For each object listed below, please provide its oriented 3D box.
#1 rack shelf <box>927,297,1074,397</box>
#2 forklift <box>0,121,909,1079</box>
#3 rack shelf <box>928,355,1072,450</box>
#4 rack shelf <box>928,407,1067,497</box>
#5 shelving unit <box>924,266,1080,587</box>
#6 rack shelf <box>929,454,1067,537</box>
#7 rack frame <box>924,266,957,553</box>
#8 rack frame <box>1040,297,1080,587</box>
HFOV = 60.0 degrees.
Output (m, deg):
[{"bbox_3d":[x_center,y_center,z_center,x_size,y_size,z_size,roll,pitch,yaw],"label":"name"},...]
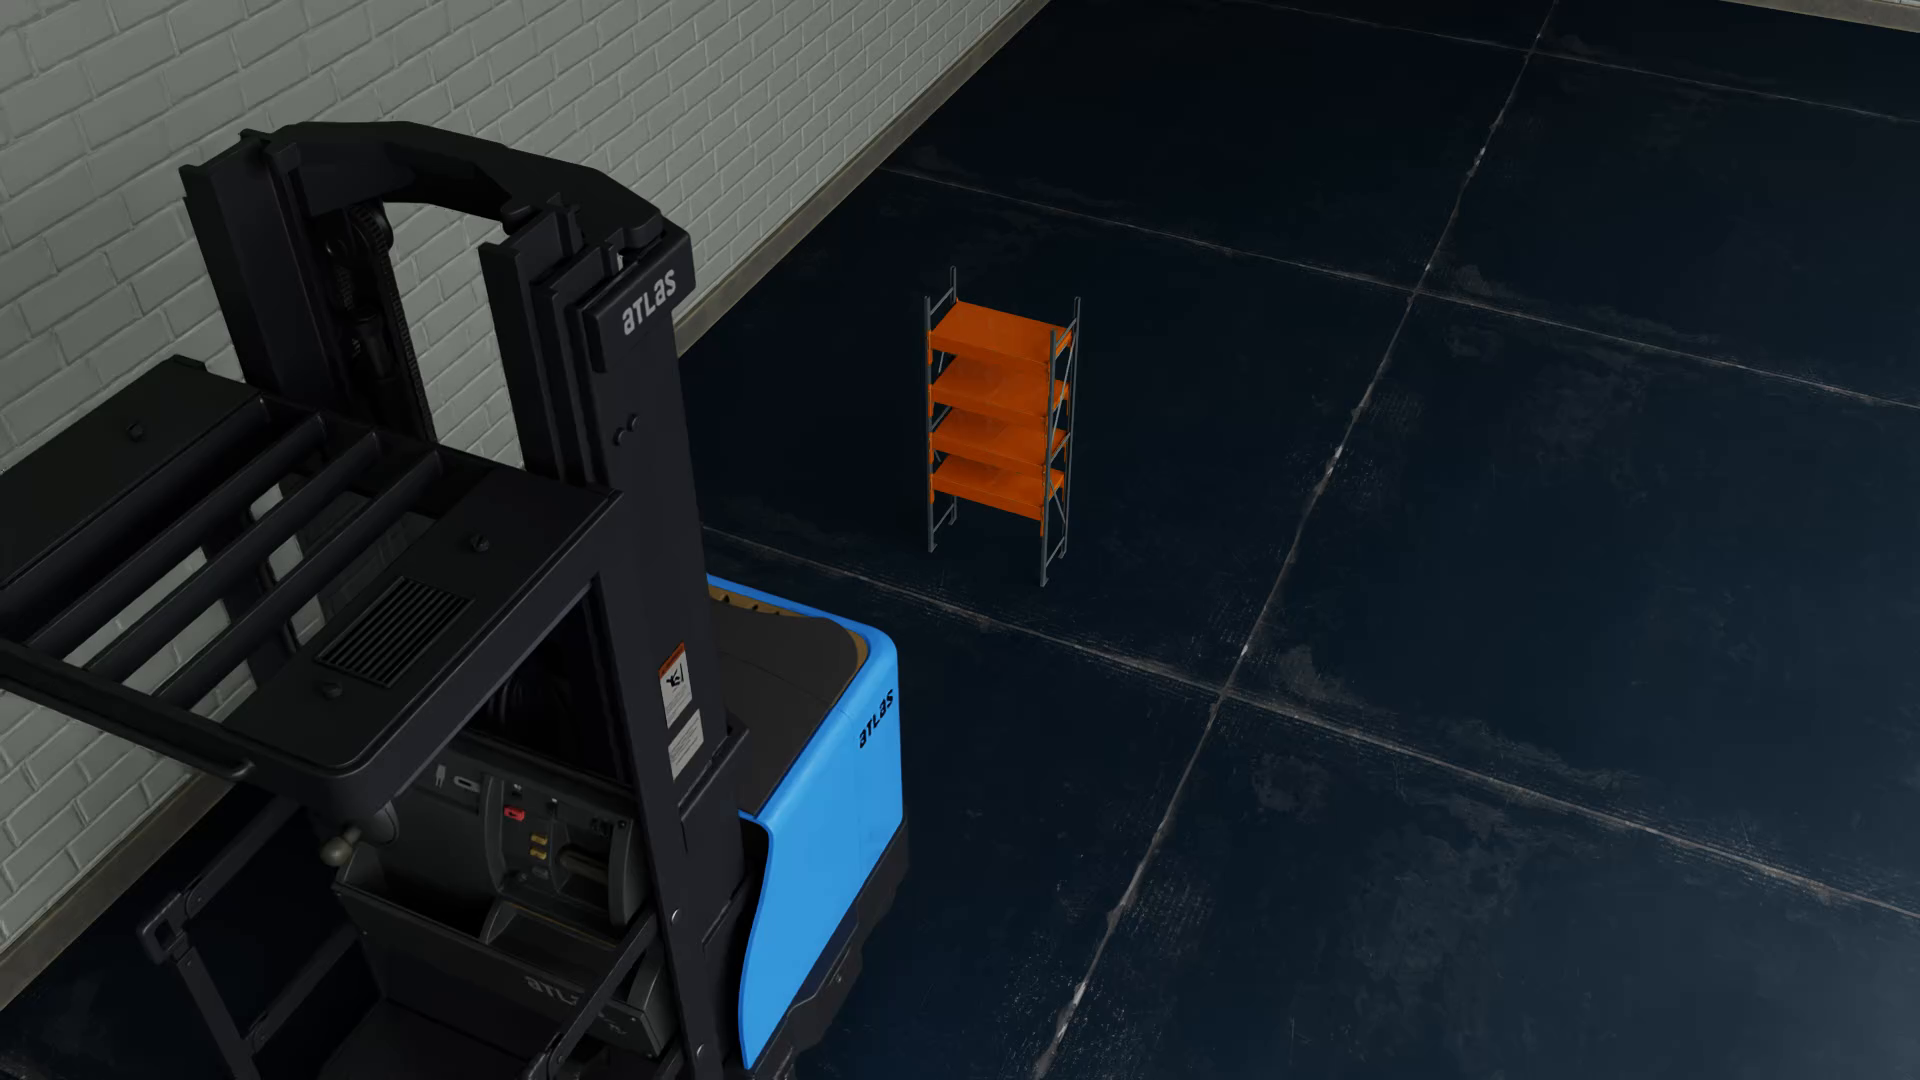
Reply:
[{"bbox_3d":[0.150,-0.704,6.047,0.480,0.148,0.258,17,44,19],"label":"rack shelf"},{"bbox_3d":[-1.235,0.724,3.677,1.130,2.935,3.031,17,44,18],"label":"forklift"},{"bbox_3d":[0.150,-0.526,6.202,0.480,0.148,0.258,17,44,19],"label":"rack shelf"},{"bbox_3d":[0.150,-0.357,6.348,0.480,0.148,0.258,17,44,19],"label":"rack shelf"},{"bbox_3d":[0.150,-0.408,6.304,0.503,1.200,0.258,17,44,19],"label":"shelving unit"},{"bbox_3d":[0.150,-0.207,6.478,0.480,0.148,0.258,17,44,19],"label":"rack shelf"},{"bbox_3d":[-0.071,-0.475,6.382,0.015,1.200,0.240,17,44,19],"label":"rack frame"},{"bbox_3d":[0.371,-0.340,6.226,0.015,1.200,0.240,17,44,19],"label":"rack frame"}]
